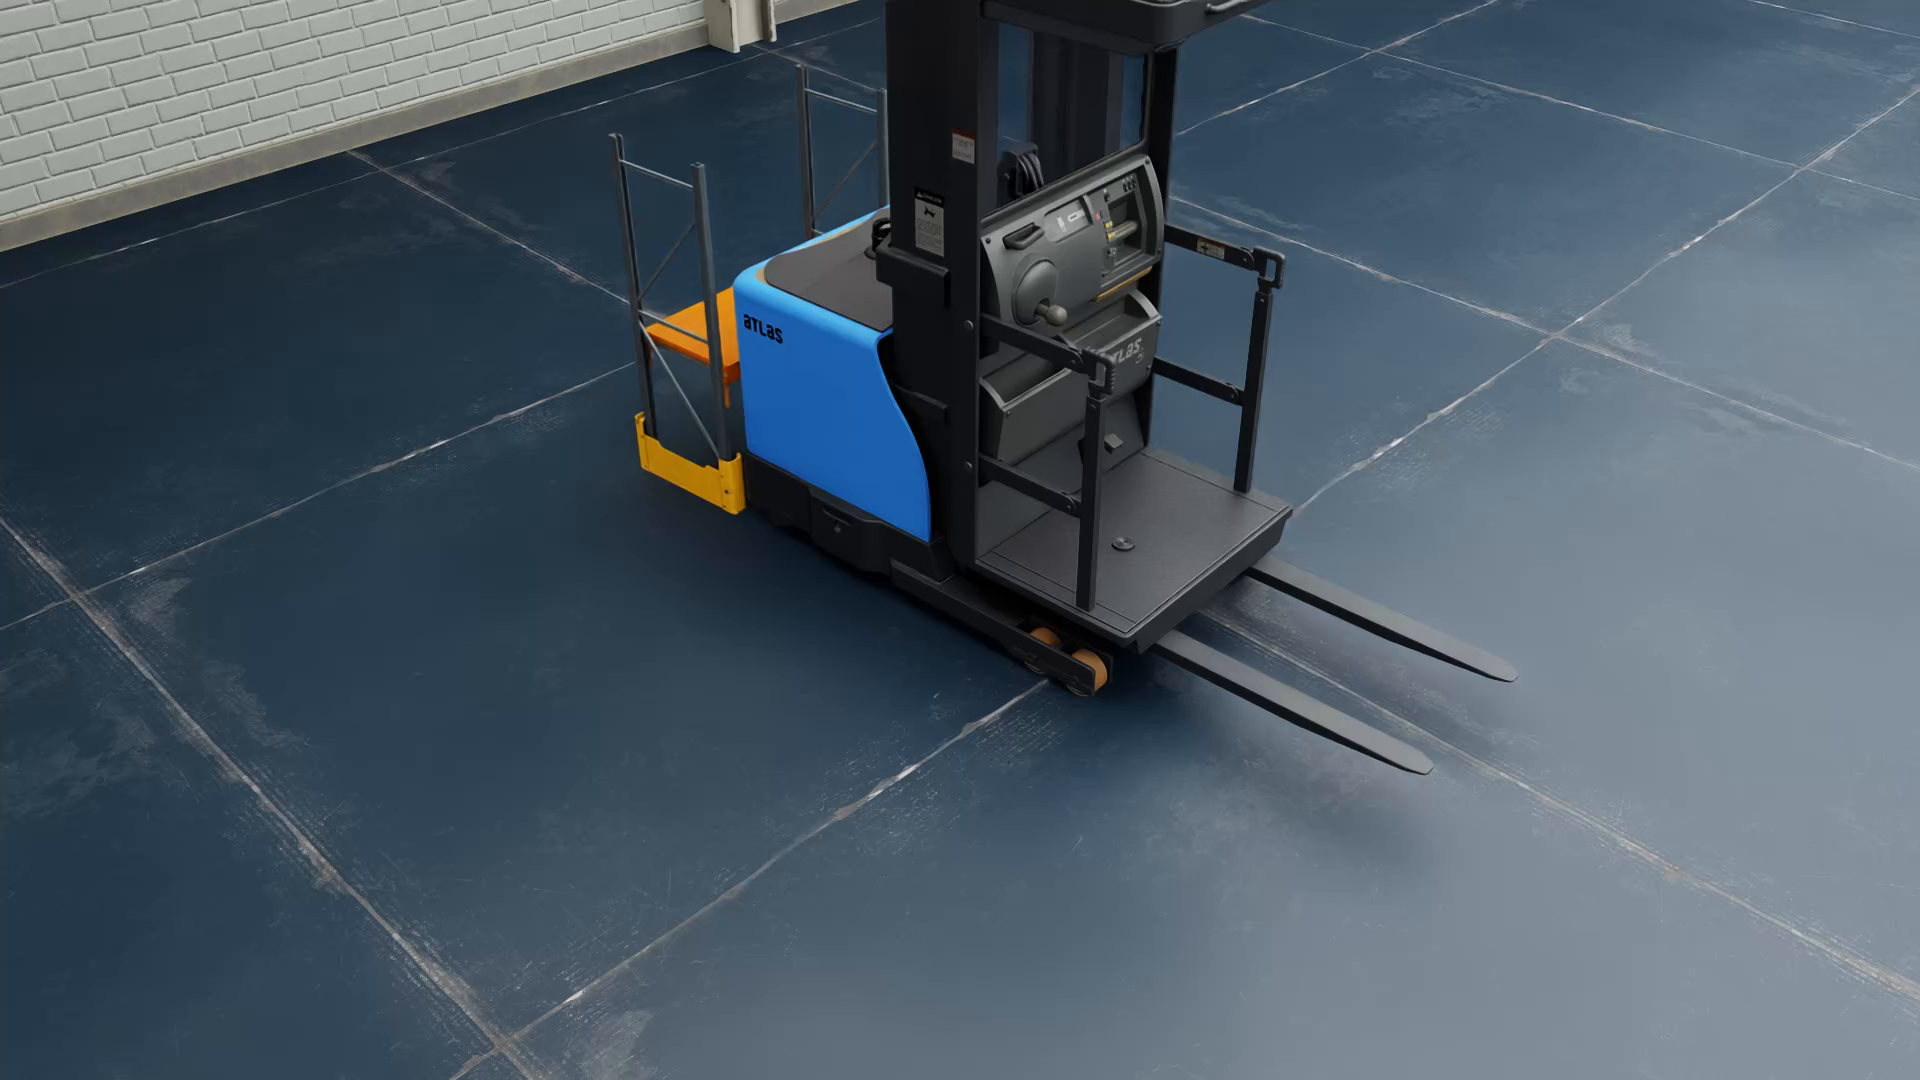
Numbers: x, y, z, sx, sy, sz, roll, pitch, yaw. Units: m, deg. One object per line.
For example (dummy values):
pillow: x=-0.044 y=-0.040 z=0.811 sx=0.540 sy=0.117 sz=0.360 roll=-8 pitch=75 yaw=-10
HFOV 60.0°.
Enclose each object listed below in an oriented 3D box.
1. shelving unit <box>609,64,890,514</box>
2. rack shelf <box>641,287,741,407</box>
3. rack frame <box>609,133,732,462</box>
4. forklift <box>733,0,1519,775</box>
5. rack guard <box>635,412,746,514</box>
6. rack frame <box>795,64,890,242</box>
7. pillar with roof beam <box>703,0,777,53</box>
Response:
shelving unit: x=-0.821 y=-1.065 z=6.966 sx=0.587 sy=1.500 sz=1.083 roll=25 pitch=42 yaw=32
rack shelf: x=-0.815 y=-0.921 z=7.074 sx=0.538 sy=0.185 sz=1.000 roll=25 pitch=42 yaw=32
rack frame: x=-1.139 y=-0.845 z=6.650 sx=0.500 sy=1.500 sz=0.032 roll=25 pitch=42 yaw=32
forklift: x=0.560 y=-0.985 z=5.601 sx=3.031 sy=2.935 sz=1.130 roll=26 pitch=43 yaw=33
rack guard: x=-1.138 y=-0.333 z=7.008 sx=0.587 sy=0.250 sz=0.087 roll=25 pitch=42 yaw=32
rack frame: x=-0.491 y=-1.293 z=7.293 sx=0.500 sy=1.500 sz=0.032 roll=25 pitch=42 yaw=32
pillar with roof beam: x=1.503 y=-5.505 z=6.777 sx=9.100 sy=9.000 sz=0.400 roll=30 pitch=45 yaw=35
